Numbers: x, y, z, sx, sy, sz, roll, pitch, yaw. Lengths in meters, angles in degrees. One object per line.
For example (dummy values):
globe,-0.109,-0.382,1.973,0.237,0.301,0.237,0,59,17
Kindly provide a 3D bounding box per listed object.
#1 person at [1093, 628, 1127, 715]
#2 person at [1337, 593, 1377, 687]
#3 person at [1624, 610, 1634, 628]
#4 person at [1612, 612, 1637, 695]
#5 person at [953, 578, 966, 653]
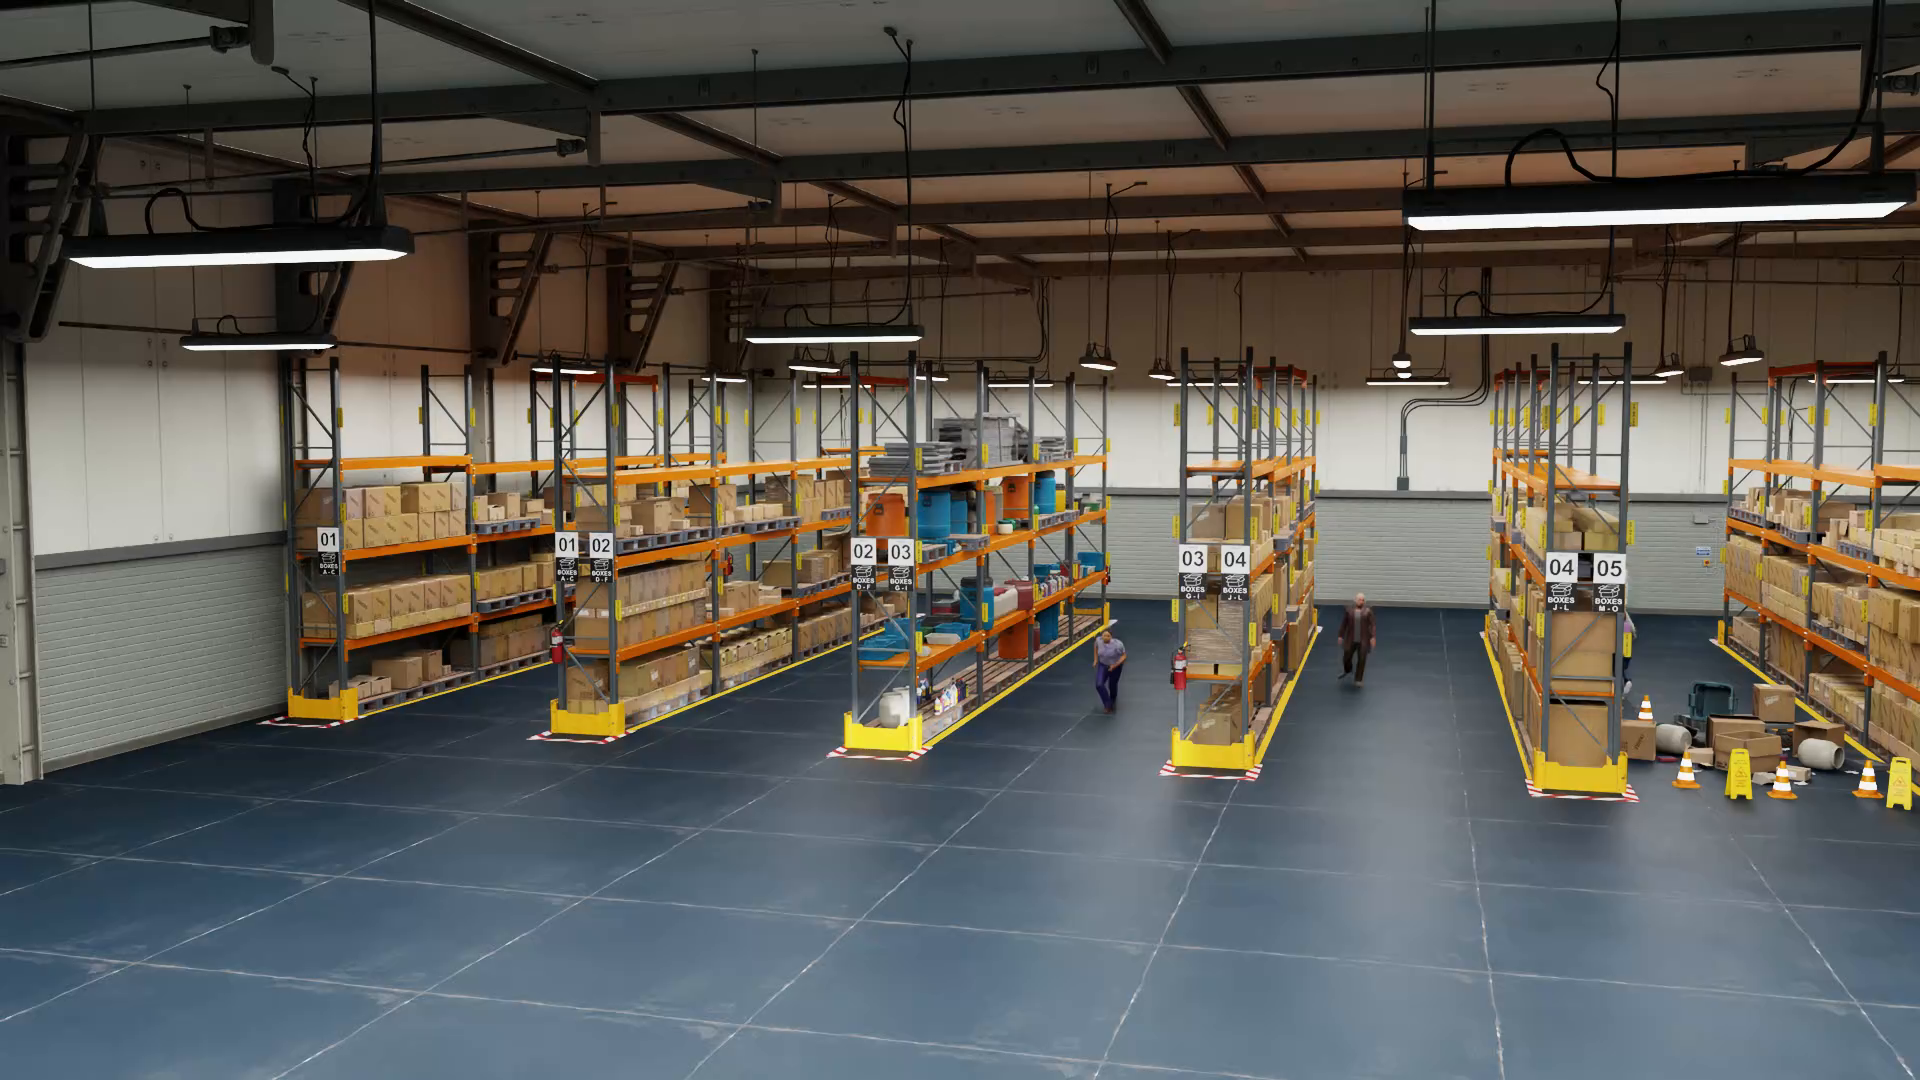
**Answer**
person,2.592,2.199,28.399,0.598,1.513,1.020,1,4,17
person,7.410,1.852,31.000,0.748,1.743,0.722,1,4,19
person,15.203,1.285,38.640,0.916,1.842,0.676,0,4,3
person,11.930,2.044,29.945,0.536,1.547,0.688,1,4,8
person,0.174,1.593,35.822,0.652,1.631,0.984,1,4,11
